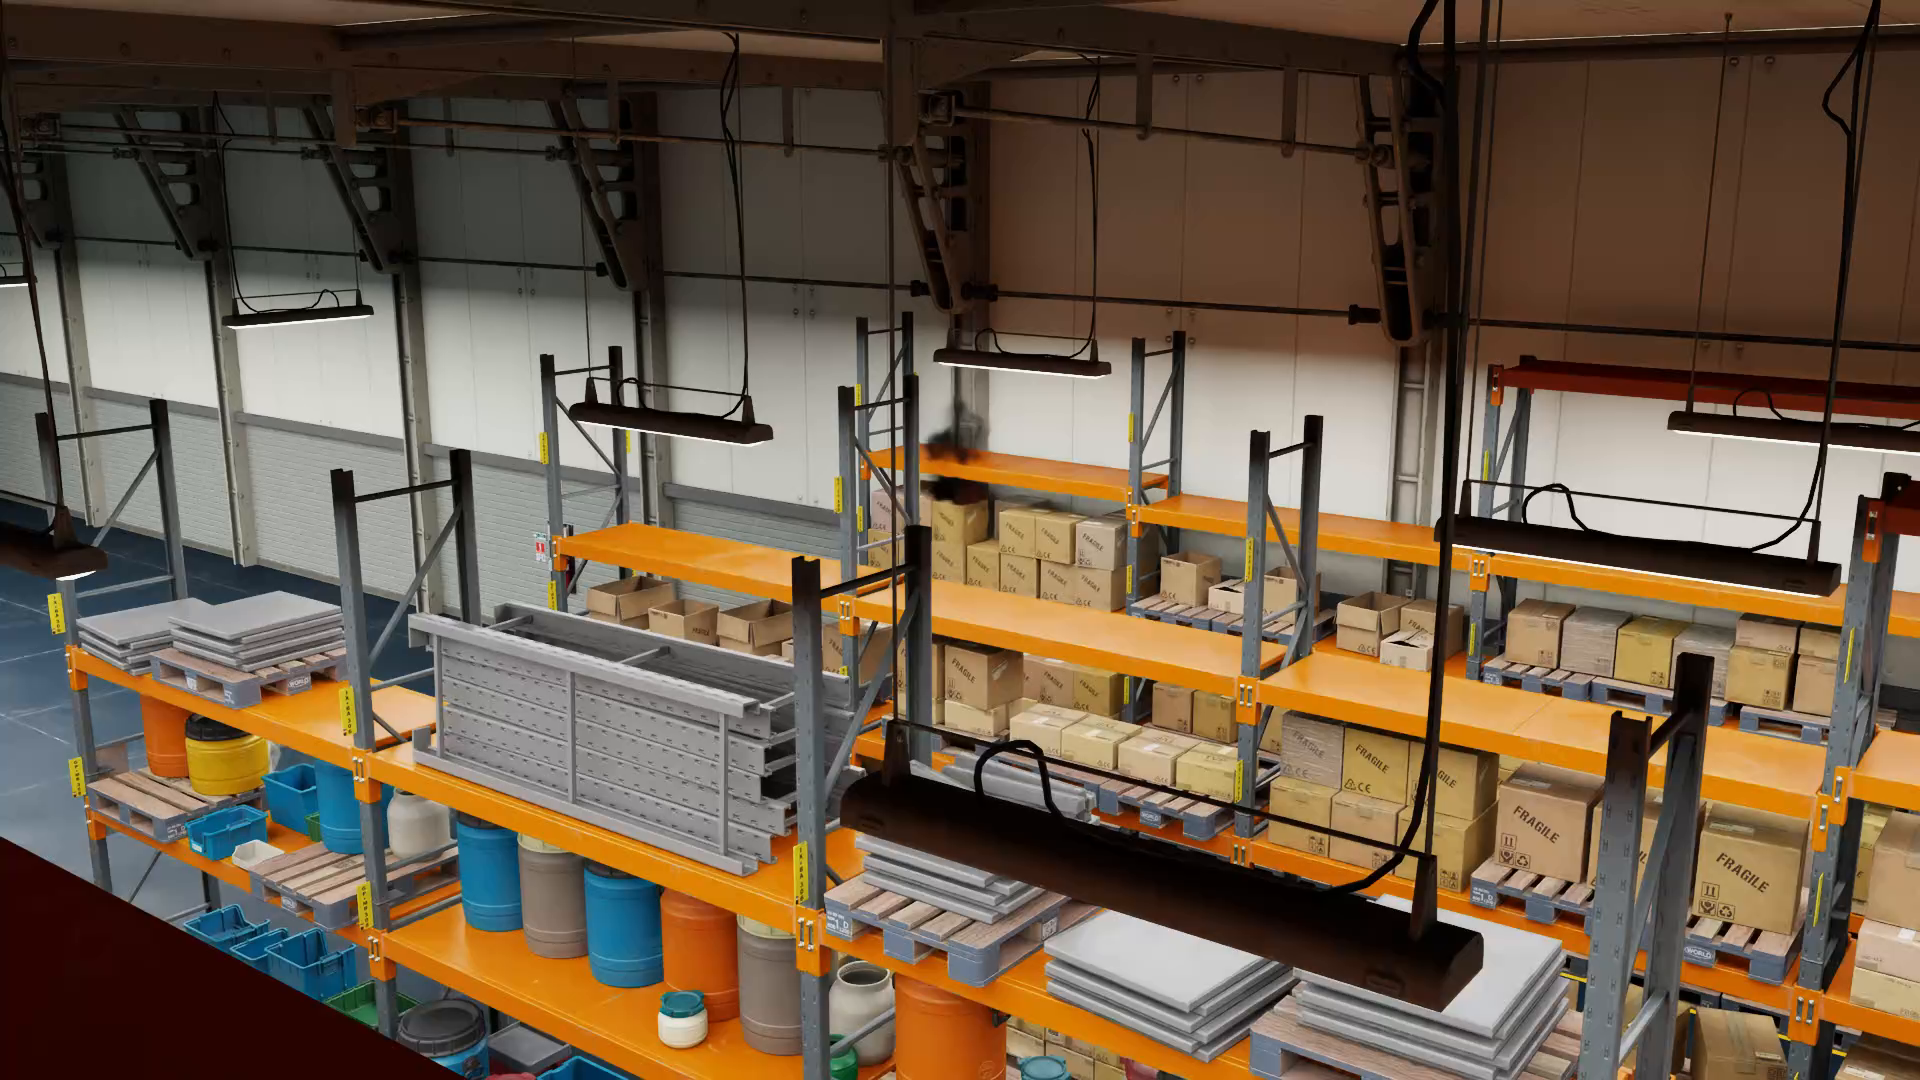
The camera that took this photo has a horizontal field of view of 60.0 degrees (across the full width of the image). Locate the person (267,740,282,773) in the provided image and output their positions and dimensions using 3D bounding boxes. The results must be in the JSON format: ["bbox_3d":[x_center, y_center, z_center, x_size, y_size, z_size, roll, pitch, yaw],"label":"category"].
[{"bbox_3d":[-7.905,2.902,18.935,0.795,1.820,0.635,-6,15,-26],"label":"person"}]
